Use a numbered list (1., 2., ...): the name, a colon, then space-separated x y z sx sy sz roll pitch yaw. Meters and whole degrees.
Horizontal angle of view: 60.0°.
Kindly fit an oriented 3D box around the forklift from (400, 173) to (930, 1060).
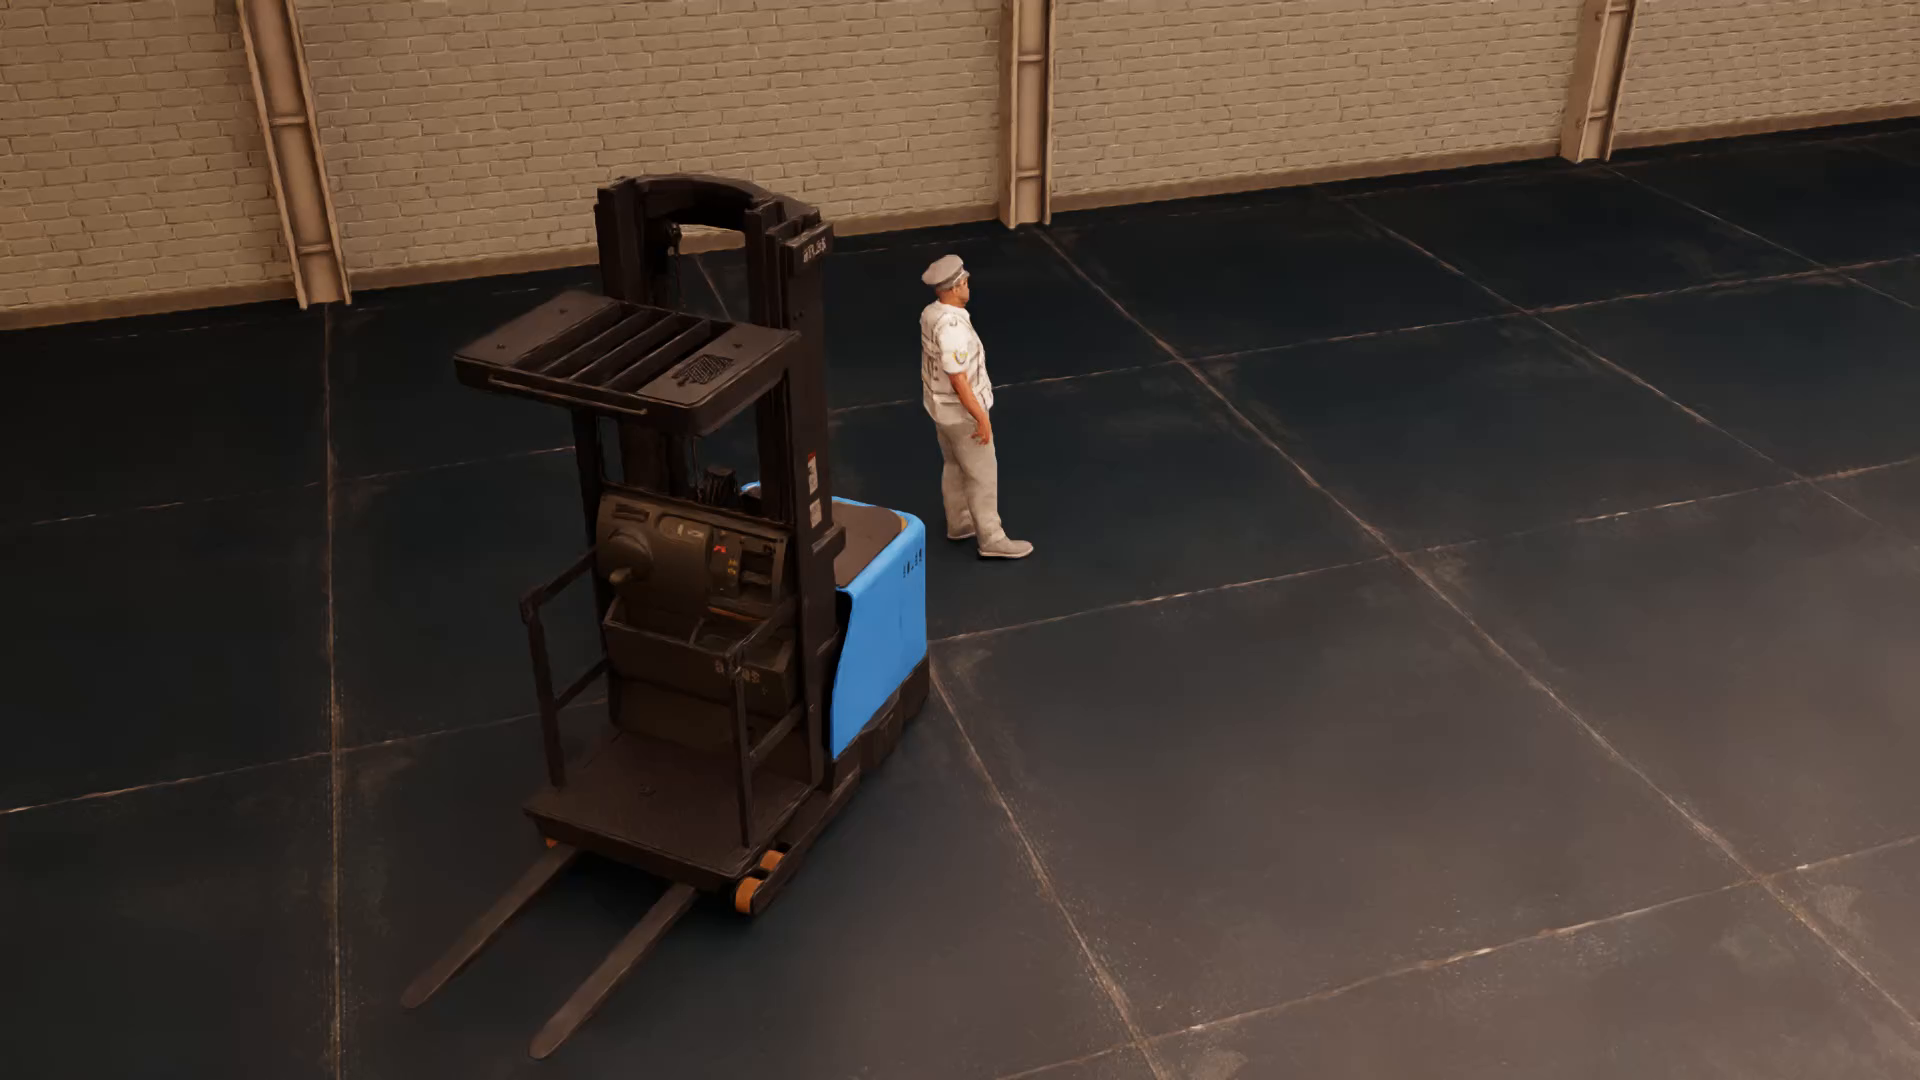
1. forklift: -1.233 0.108 6.900 1.130 2.935 3.031 13 32 21

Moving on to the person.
1. person: 0.078 -0.786 9.589 0.574 1.781 0.640 -10 31 -16
